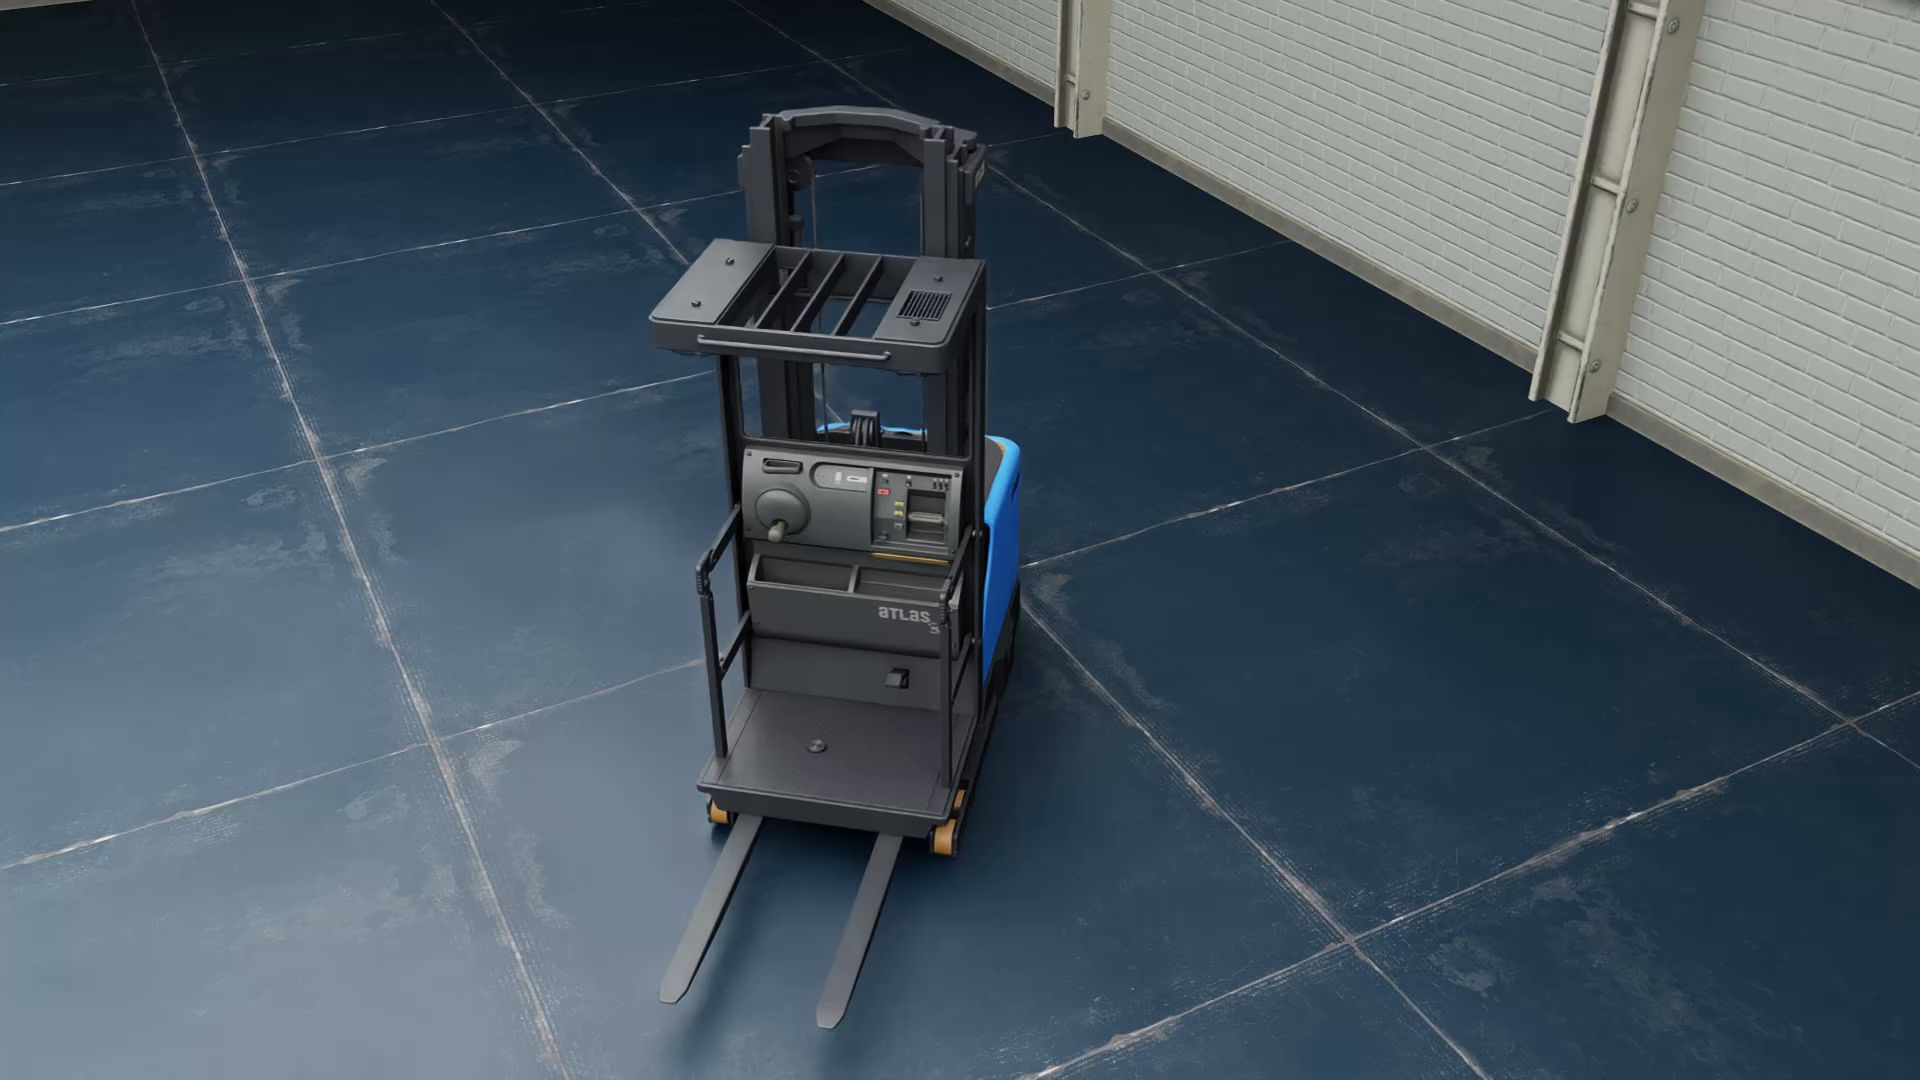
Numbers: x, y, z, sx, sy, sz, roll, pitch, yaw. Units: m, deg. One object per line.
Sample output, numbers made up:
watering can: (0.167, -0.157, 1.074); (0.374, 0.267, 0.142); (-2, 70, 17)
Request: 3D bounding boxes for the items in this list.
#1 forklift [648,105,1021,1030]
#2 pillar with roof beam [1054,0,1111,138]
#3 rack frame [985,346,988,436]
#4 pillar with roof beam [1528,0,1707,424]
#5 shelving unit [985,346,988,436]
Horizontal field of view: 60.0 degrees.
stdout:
forklift: (-0.489, -0.097, 6.703); (1.130, 2.935, 3.031); (6, 33, 10)
pillar with roof beam: (-2.726, -6.430, 10.963); (9.100, 9.000, 0.400); (-16, 36, -23)
rack frame: (0.036, -0.468, 8.888); (0.240, 1.200, 0.006); (-16, 36, -23)
pillar with roof beam: (0.071, -3.566, 6.494); (9.100, 9.000, 0.400); (-16, 36, -23)
shelving unit: (-0.007, -0.512, 8.956); (0.258, 1.200, 0.189); (-16, 36, -23)
